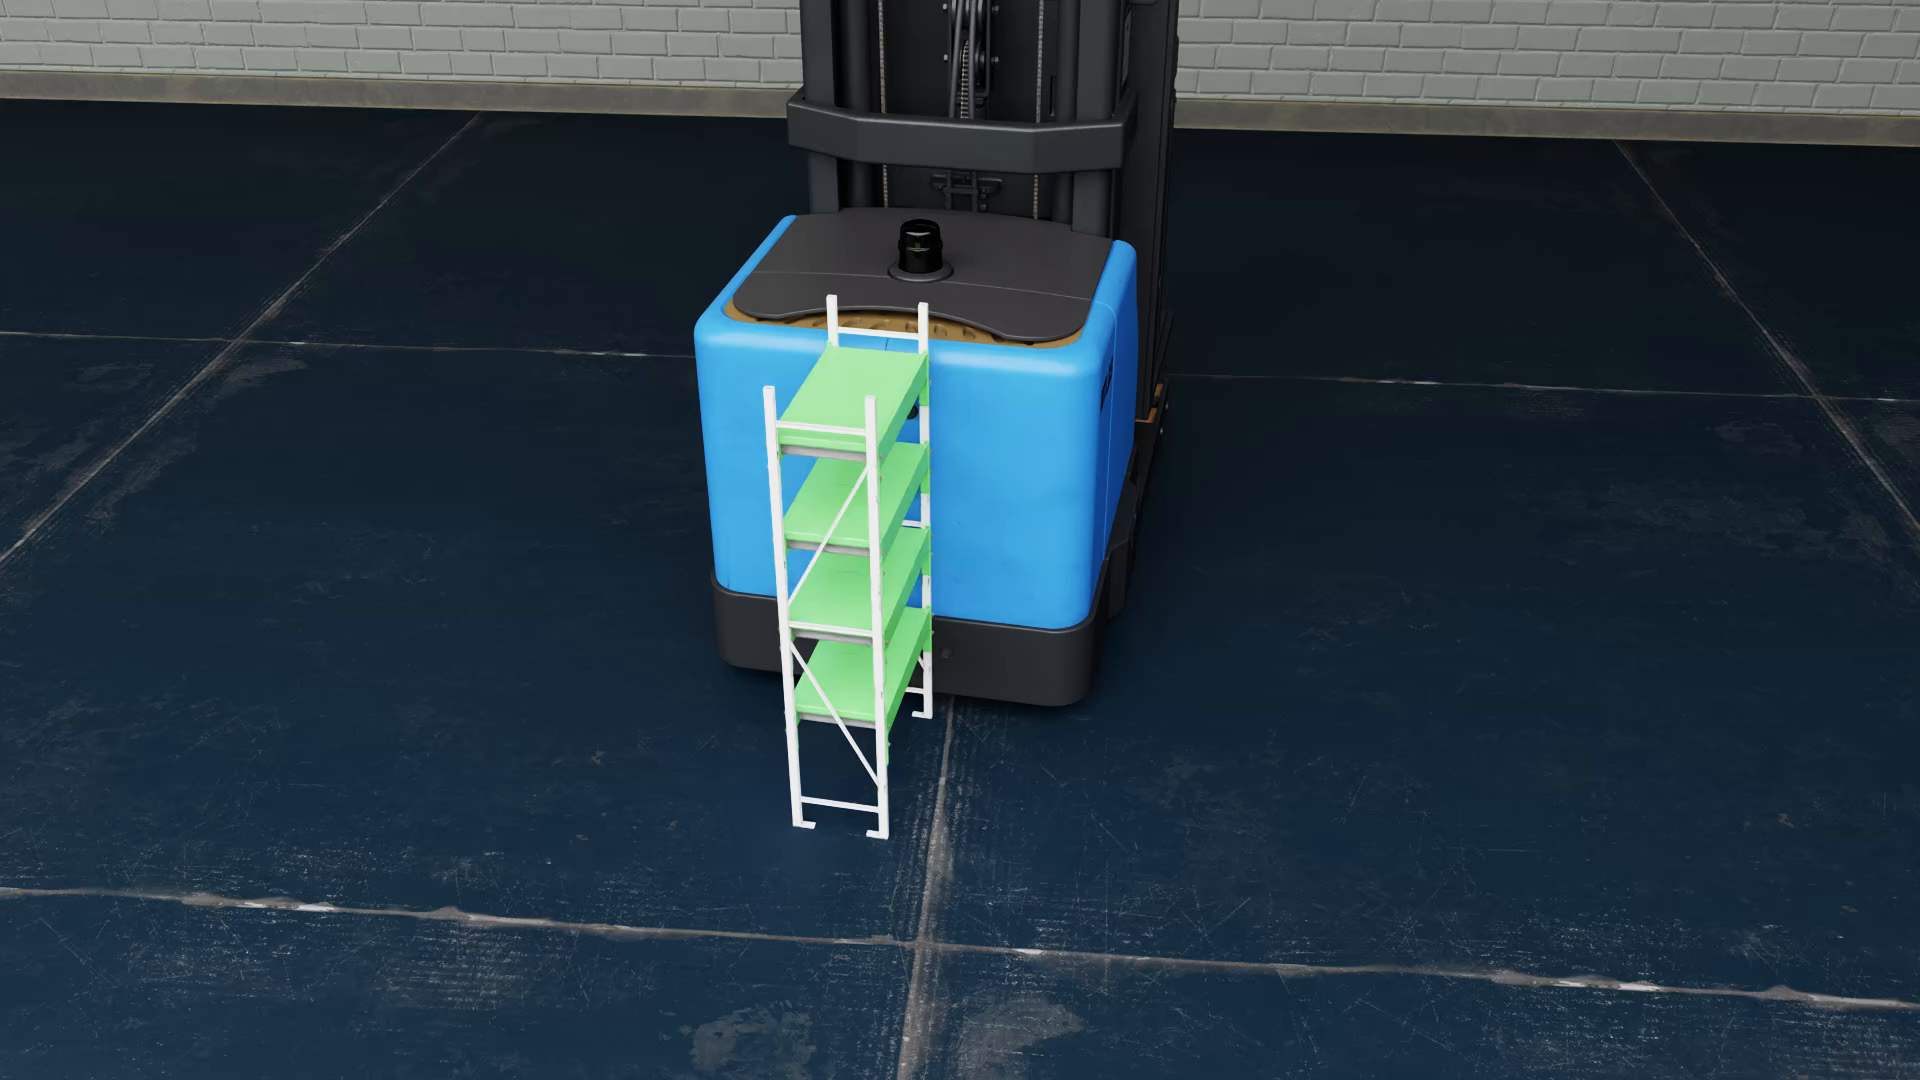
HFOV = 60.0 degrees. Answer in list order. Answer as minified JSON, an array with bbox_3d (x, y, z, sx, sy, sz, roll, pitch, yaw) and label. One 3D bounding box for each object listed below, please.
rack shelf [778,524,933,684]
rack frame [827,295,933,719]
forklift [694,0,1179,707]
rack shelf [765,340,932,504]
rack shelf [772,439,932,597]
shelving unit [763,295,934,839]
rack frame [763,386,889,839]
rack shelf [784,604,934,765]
[{"bbox_3d":[-0.243,0.133,4.013,0.258,0.148,0.480,6,32,10],"label":"rack shelf"},{"bbox_3d":[-0.193,-0.047,4.183,0.240,1.200,0.015,6,32,10],"label":"rack frame"},{"bbox_3d":[0.129,-1.569,5.002,1.130,2.935,3.031,6,32,10],"label":"forklift"},{"bbox_3d":[-0.243,-0.276,3.761,0.258,0.148,0.480,6,32,10],"label":"rack shelf"},{"bbox_3d":[-0.243,-0.072,3.887,0.258,0.148,0.480,6,32,10],"label":"rack shelf"},{"bbox_3d":[-0.243,0.078,3.979,0.258,1.200,0.503,6,32,10],"label":"shelving unit"},{"bbox_3d":[-0.293,0.204,3.776,0.240,1.200,0.015,6,32,10],"label":"rack frame"},{"bbox_3d":[-0.243,0.337,4.139,0.258,0.148,0.480,6,32,10],"label":"rack shelf"}]
